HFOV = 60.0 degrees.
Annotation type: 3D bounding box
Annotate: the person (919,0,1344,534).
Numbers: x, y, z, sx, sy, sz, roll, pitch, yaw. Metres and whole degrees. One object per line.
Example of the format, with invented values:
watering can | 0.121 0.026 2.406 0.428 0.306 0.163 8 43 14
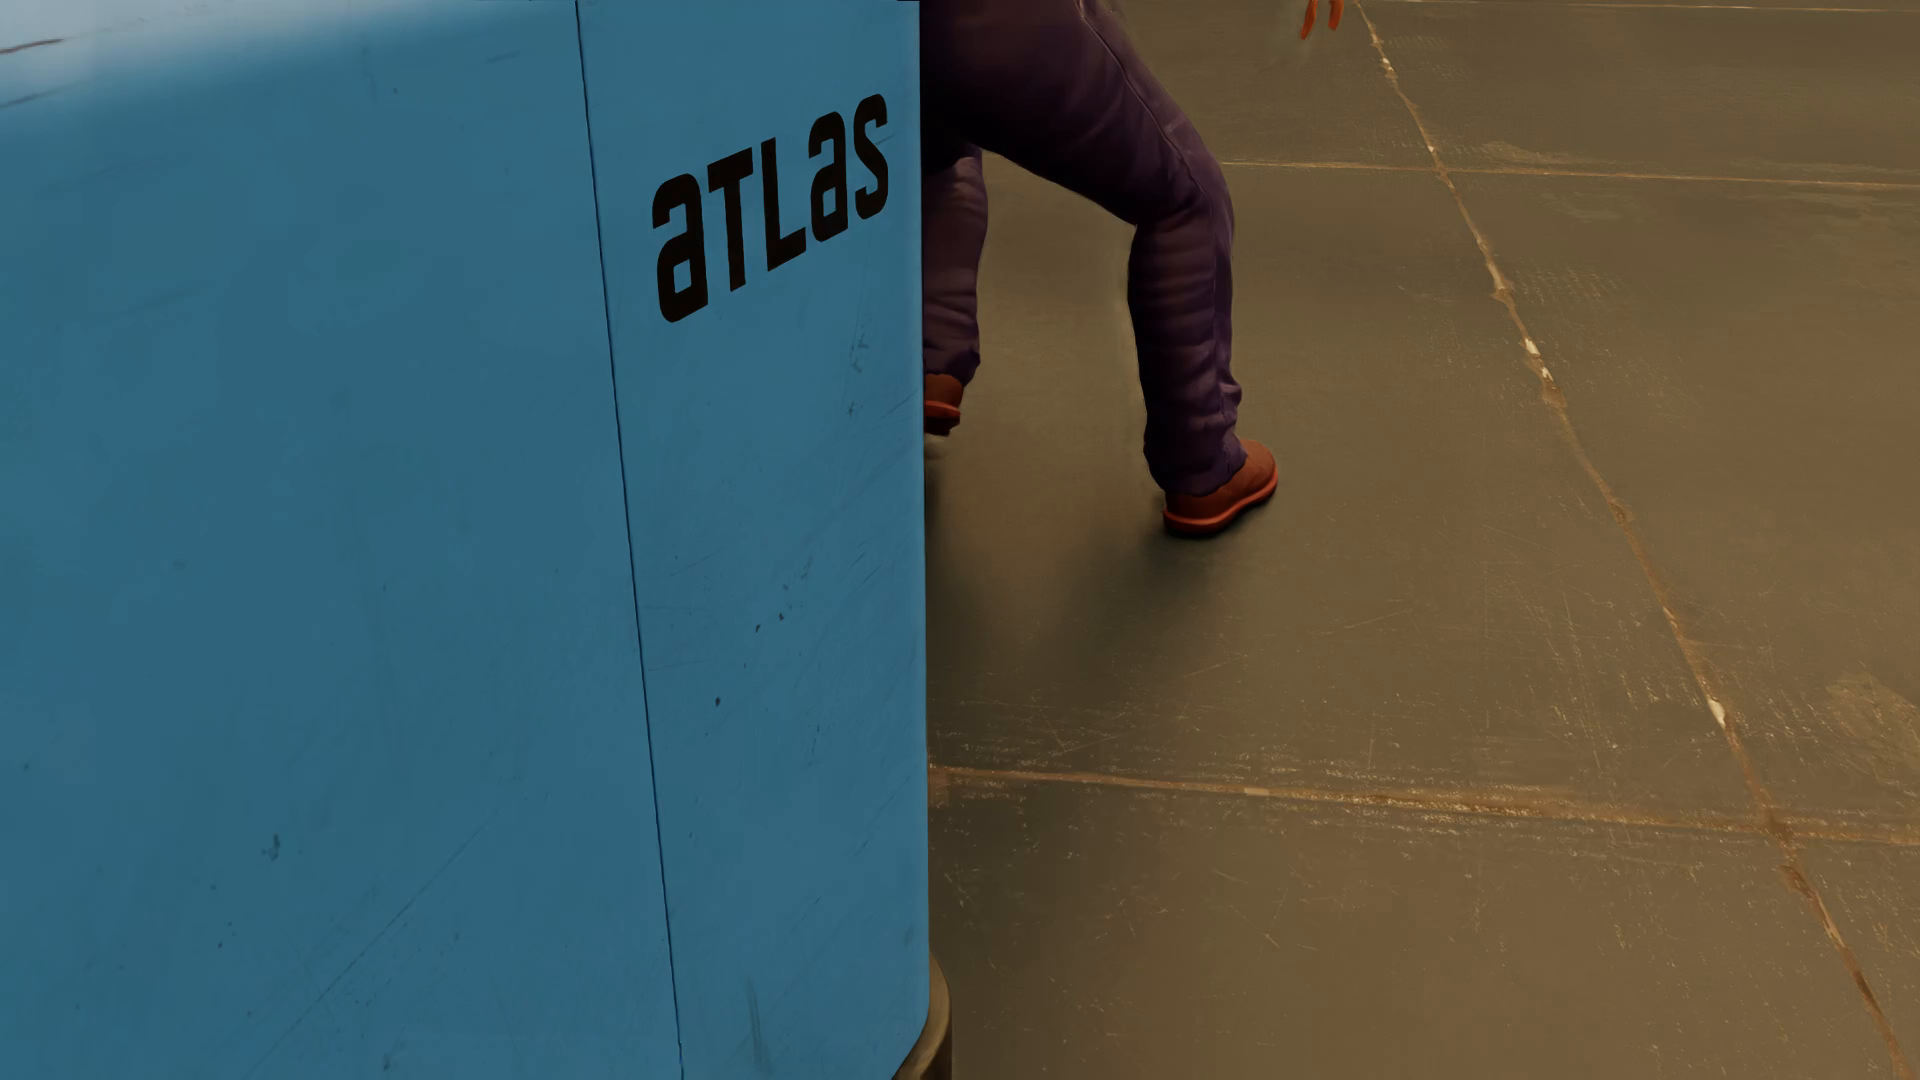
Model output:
person | 0.111 -0.773 2.327 0.739 1.531 0.537 16 31 30
